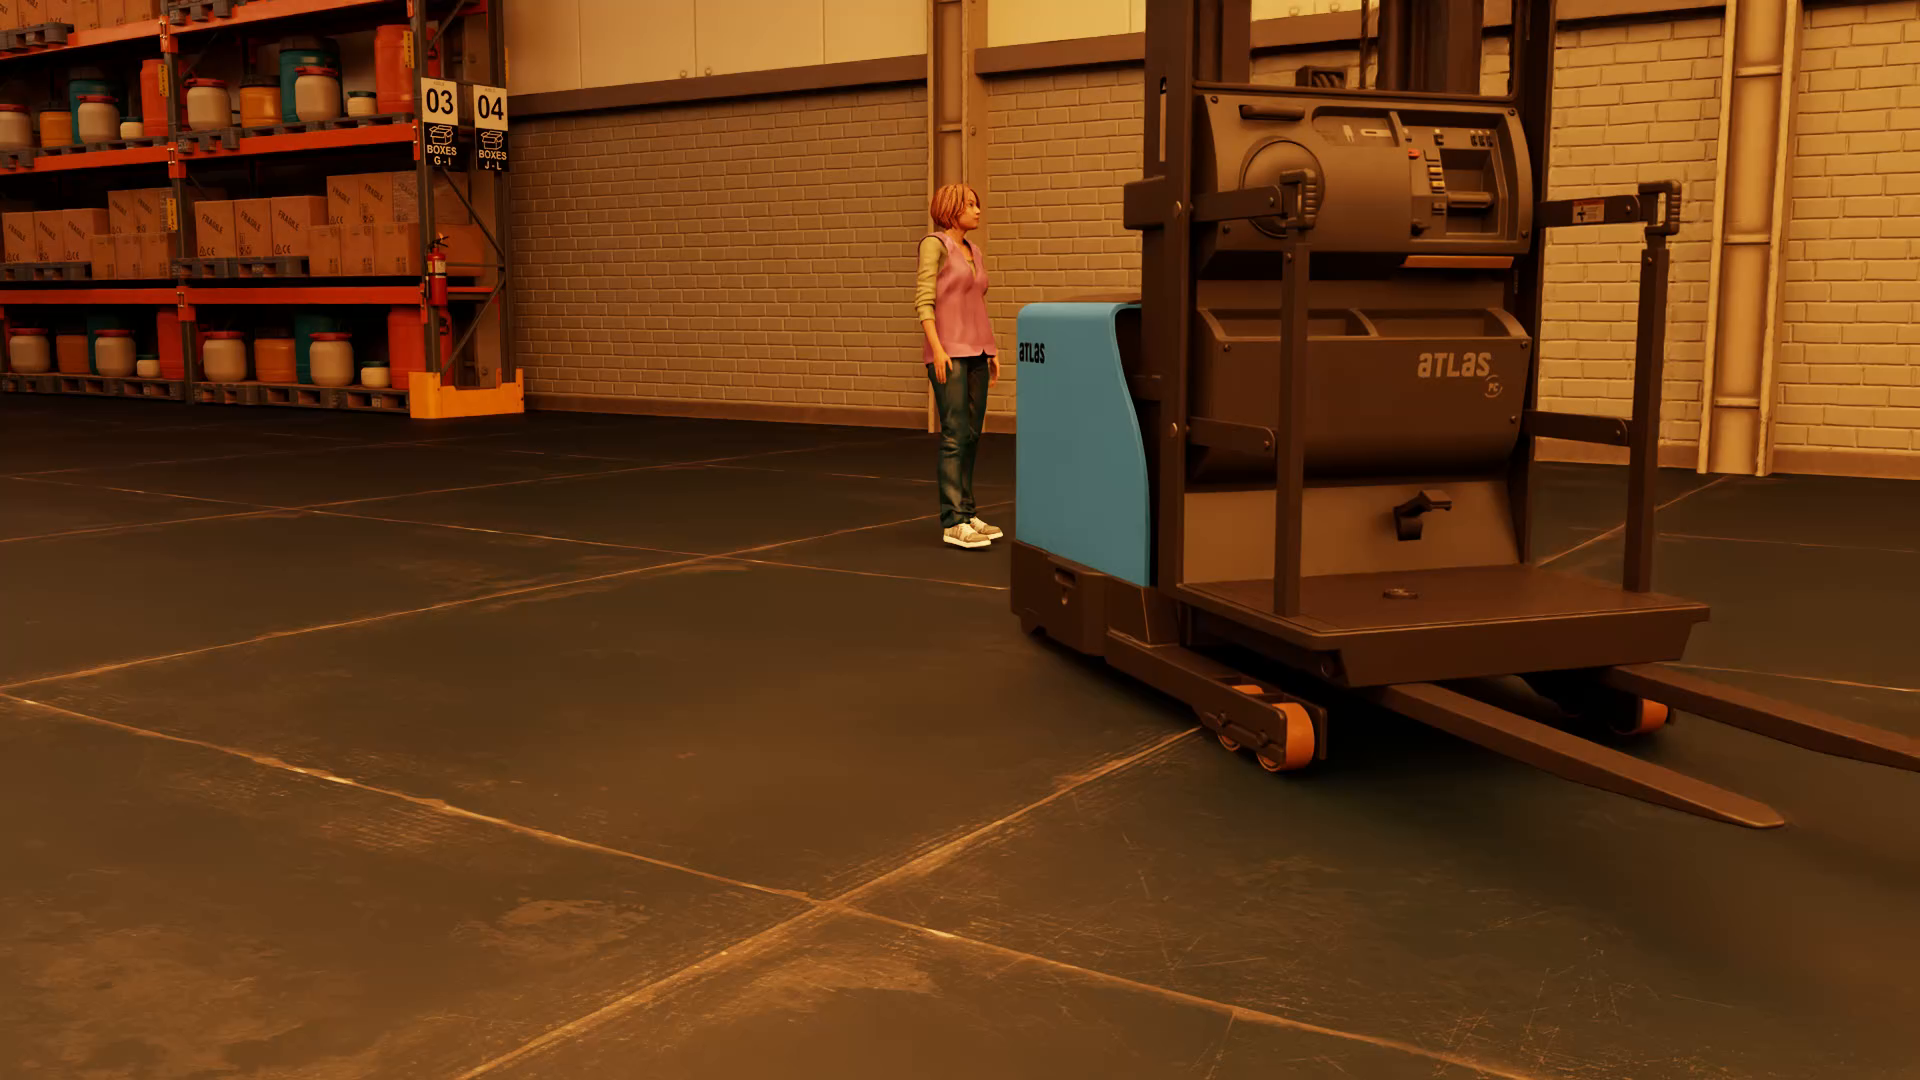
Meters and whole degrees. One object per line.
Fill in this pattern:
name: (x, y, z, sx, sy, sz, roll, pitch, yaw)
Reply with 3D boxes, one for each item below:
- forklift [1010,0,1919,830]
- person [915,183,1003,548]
forklift: (1.128, -0.978, 4.071, 1.130, 2.935, 3.031, -3, 9, -19)
person: (0.054, -0.784, 7.438, 0.473, 1.585, 0.520, 5, 10, 34)
